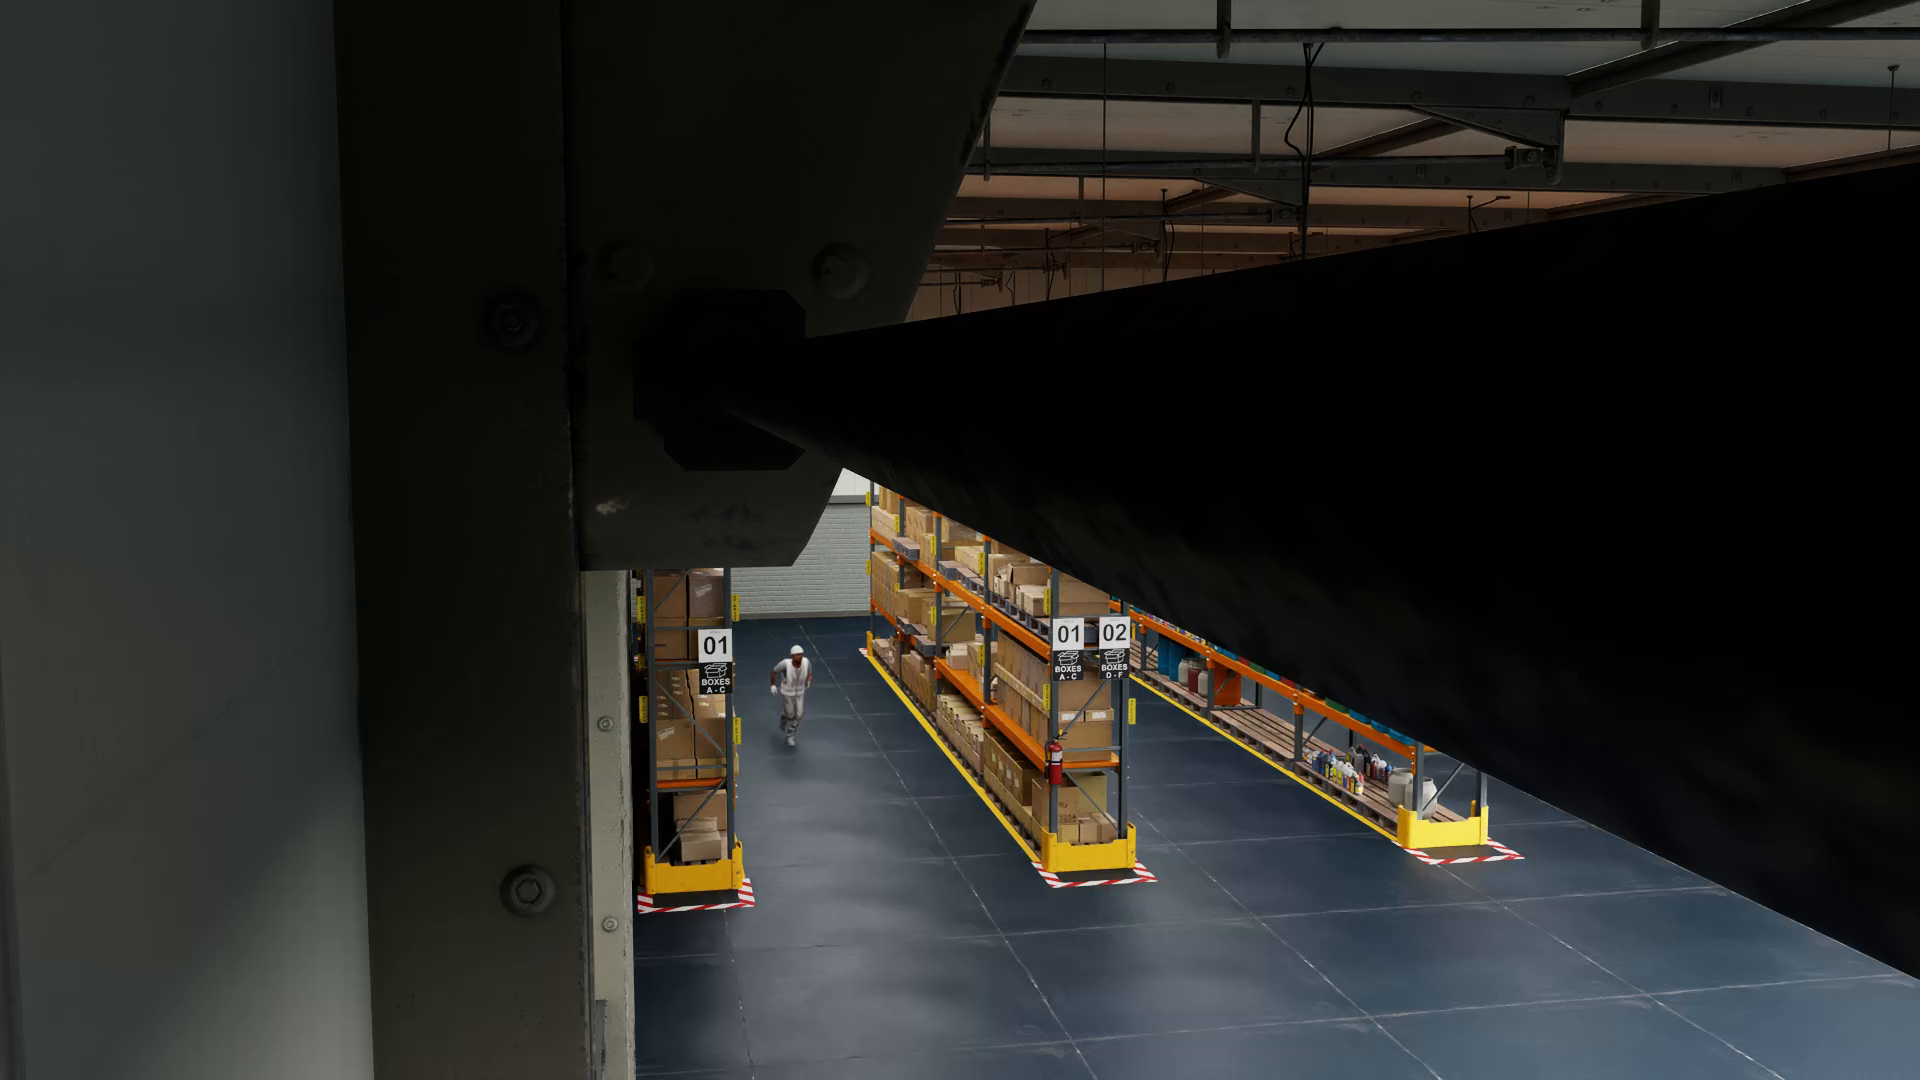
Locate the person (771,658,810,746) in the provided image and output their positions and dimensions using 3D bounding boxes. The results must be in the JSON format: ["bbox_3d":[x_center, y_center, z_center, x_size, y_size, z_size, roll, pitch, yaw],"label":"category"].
[{"bbox_3d":[-2.842,2.705,27.860,0.569,1.482,0.755,-4,7,-30],"label":"person"}]
